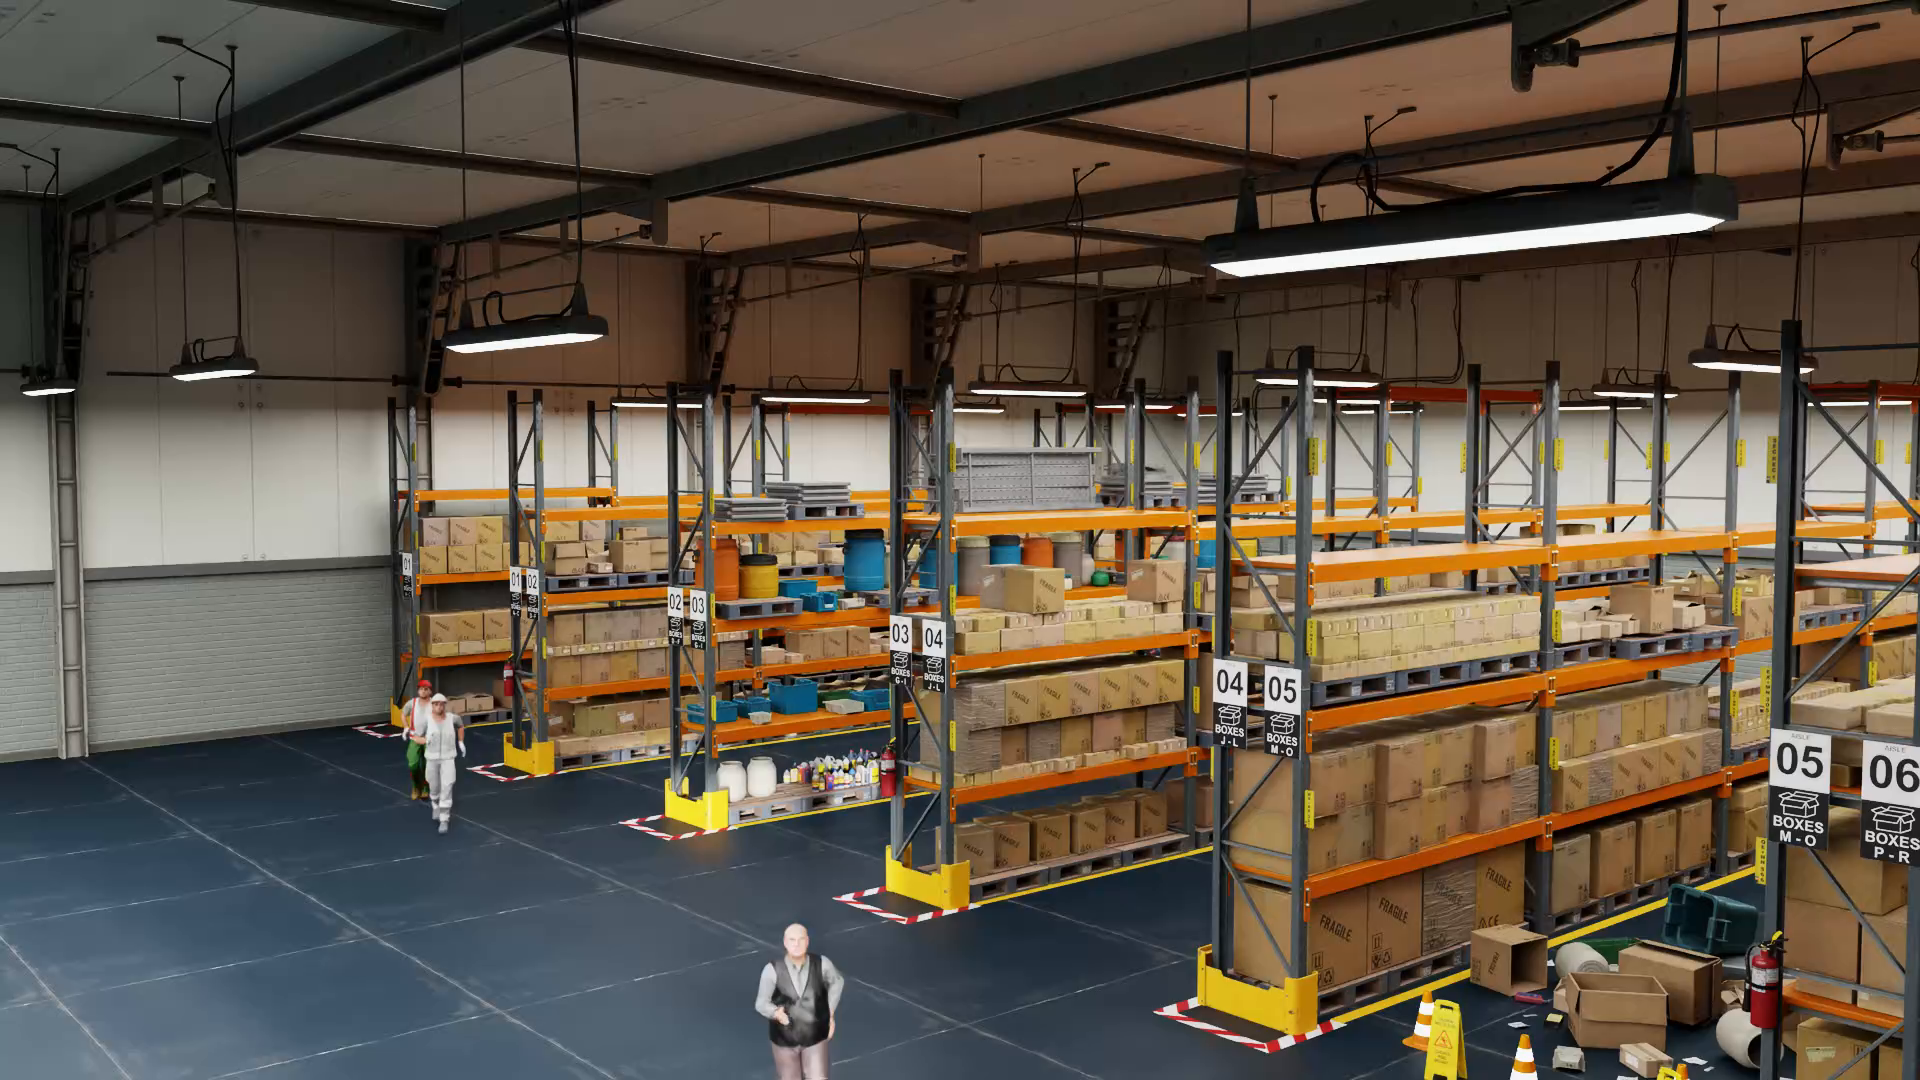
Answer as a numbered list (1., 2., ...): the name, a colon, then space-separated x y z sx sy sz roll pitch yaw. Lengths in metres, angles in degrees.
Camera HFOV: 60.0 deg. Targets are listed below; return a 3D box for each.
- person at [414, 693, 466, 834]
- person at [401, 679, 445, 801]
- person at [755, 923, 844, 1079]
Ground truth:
1. person: -6.955 2.938 22.244 0.659 1.801 0.964 -1 3 -16
2. person: -7.708 2.881 23.866 0.633 1.758 0.656 -1 3 -13
3. person: -1.144 3.621 11.885 0.635 1.770 0.756 0 3 -4
